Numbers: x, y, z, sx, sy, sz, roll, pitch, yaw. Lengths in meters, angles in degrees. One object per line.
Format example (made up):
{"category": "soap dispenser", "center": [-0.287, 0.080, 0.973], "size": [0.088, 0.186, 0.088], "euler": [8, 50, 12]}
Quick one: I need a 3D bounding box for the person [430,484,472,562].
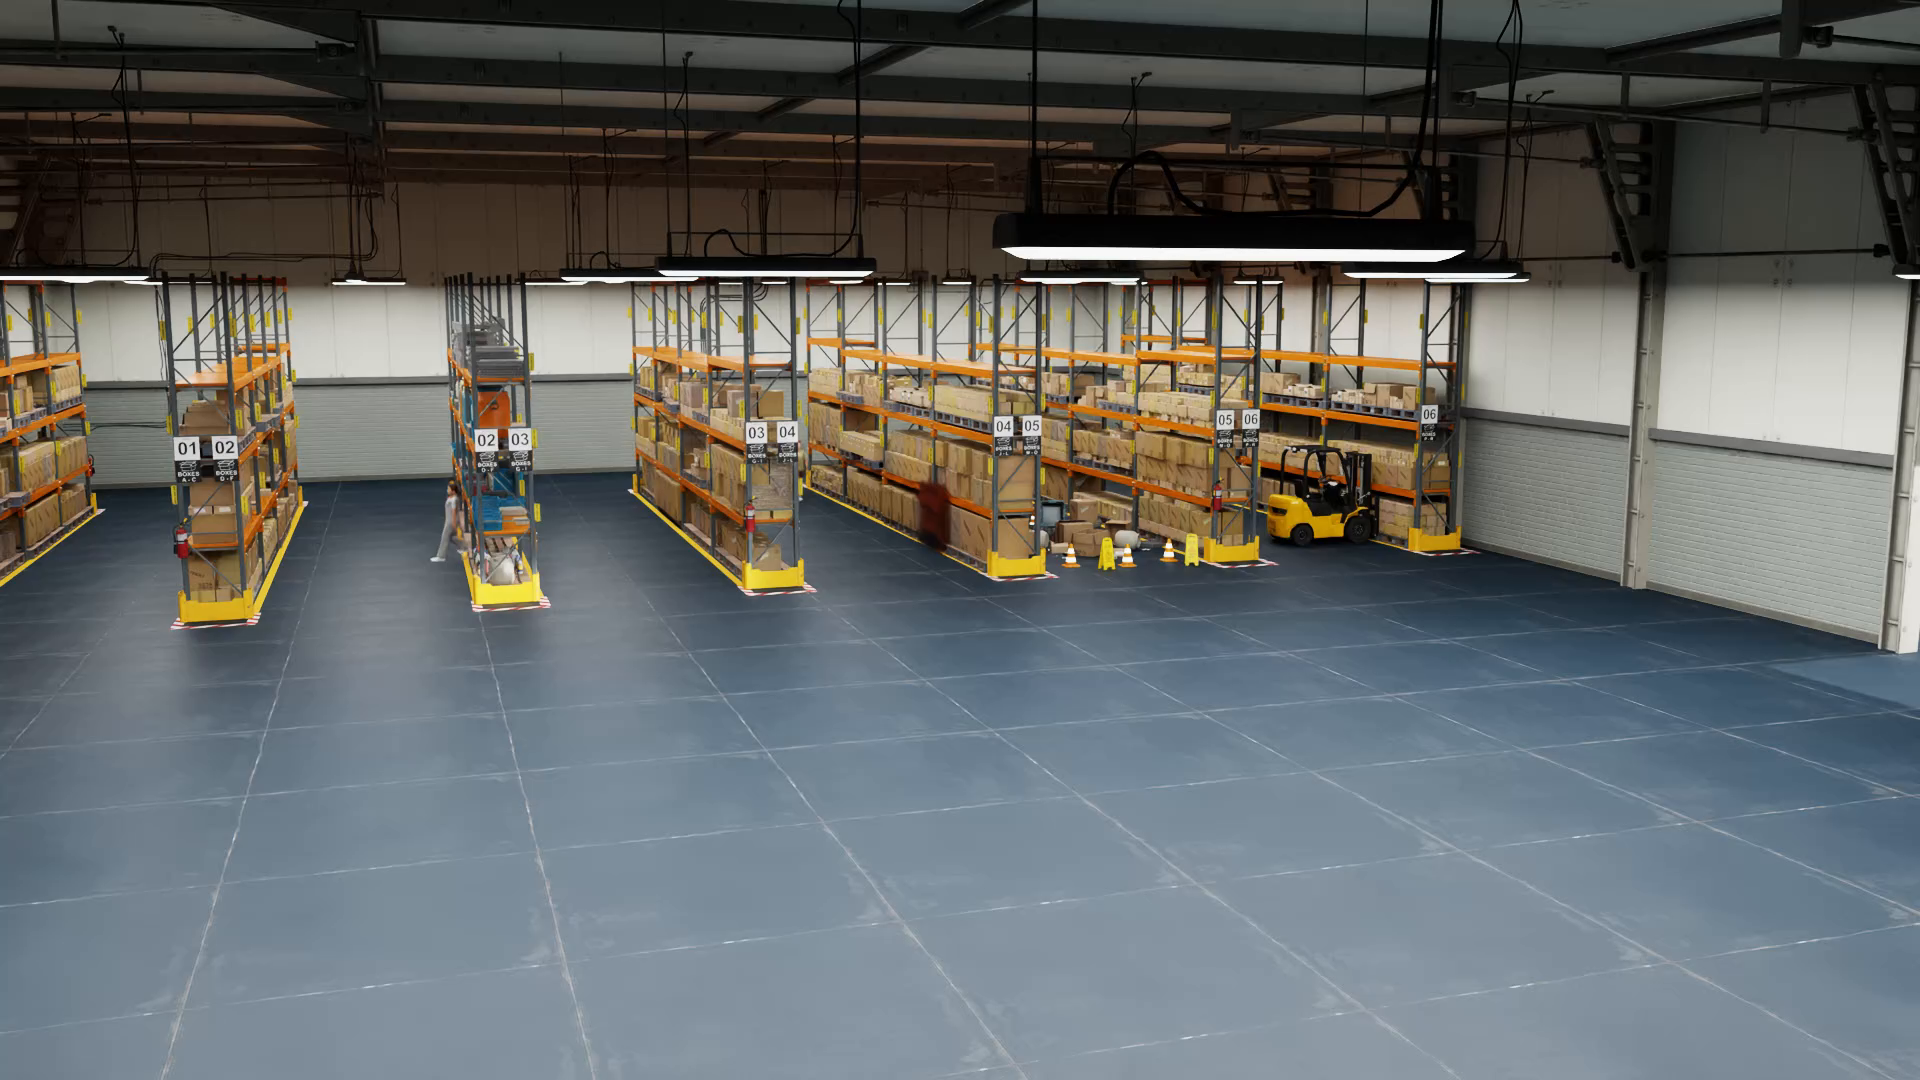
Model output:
{"category": "person", "center": [-10.678, -0.373, 34.994], "size": [0.728, 1.645, 0.453], "euler": [0, 9, 0]}

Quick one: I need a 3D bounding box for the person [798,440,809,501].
{"category": "person", "center": [-4.384, -1.911, 45.243], "size": [0.486, 1.611, 1.058], "euler": [-3, 9, -20]}
